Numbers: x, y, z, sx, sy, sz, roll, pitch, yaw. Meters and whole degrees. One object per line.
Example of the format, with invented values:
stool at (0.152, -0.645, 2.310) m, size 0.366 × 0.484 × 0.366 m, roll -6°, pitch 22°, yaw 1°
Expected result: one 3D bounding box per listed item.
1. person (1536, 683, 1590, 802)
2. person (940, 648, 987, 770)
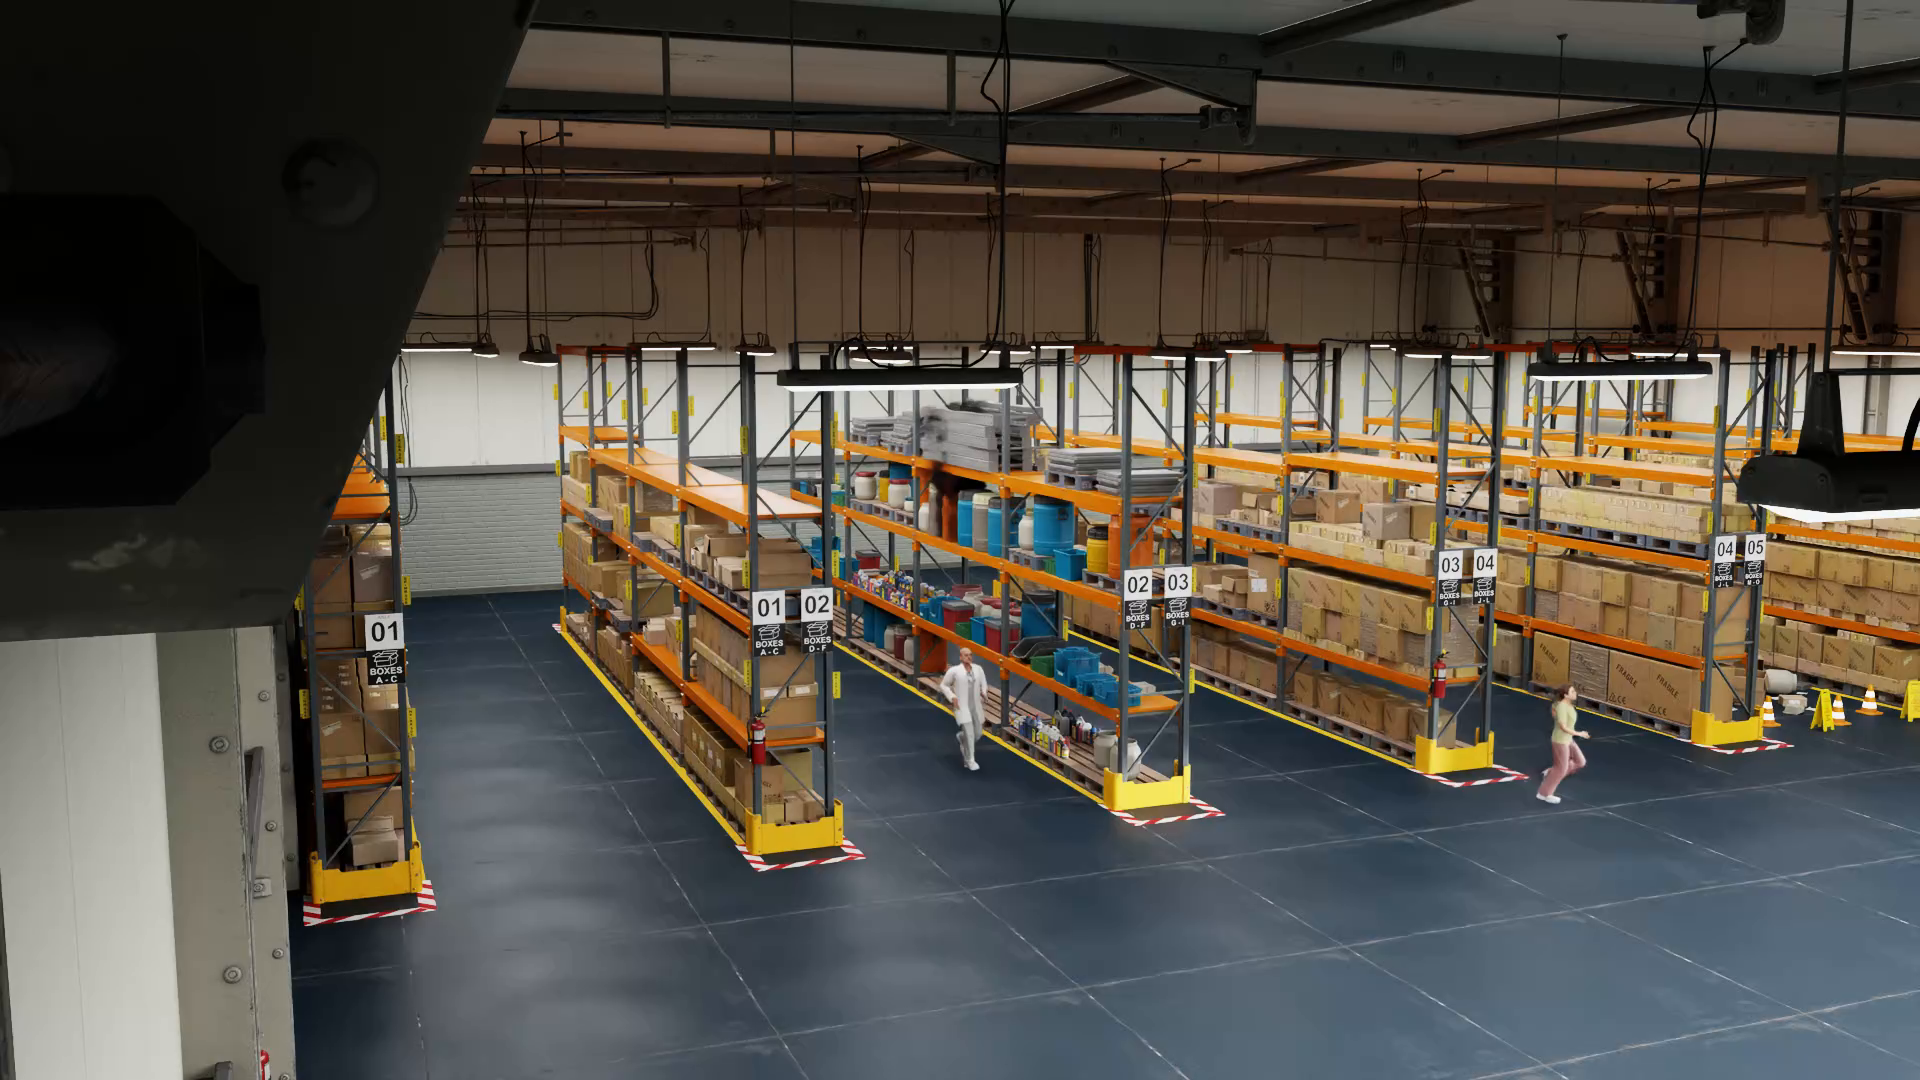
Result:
person at (8.100, 2.708, 22.273) m, size 0.645 × 1.628 × 0.603 m, roll 4°, pitch 8°, yaw 27°
person at (0.081, 2.418, 24.077) m, size 0.715 × 1.735 × 0.825 m, roll -4°, pitch 8°, yaw -26°
